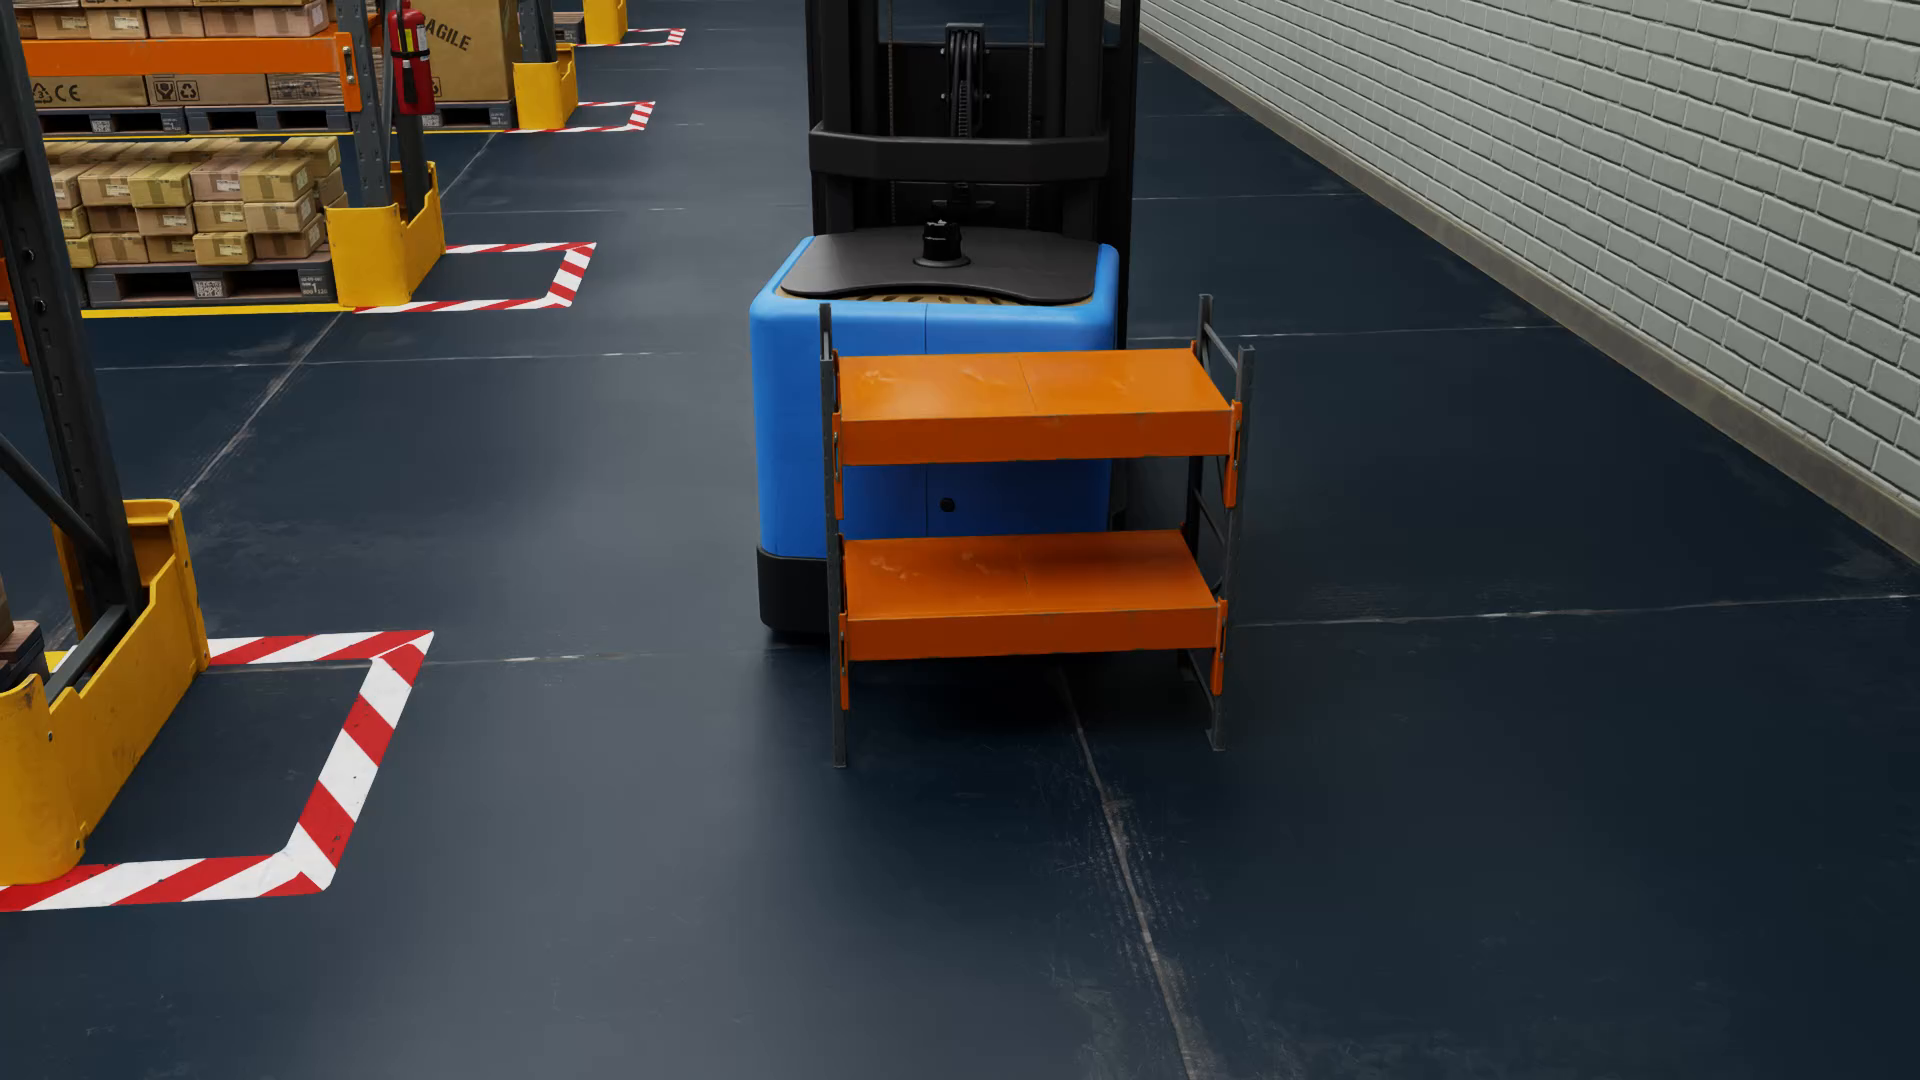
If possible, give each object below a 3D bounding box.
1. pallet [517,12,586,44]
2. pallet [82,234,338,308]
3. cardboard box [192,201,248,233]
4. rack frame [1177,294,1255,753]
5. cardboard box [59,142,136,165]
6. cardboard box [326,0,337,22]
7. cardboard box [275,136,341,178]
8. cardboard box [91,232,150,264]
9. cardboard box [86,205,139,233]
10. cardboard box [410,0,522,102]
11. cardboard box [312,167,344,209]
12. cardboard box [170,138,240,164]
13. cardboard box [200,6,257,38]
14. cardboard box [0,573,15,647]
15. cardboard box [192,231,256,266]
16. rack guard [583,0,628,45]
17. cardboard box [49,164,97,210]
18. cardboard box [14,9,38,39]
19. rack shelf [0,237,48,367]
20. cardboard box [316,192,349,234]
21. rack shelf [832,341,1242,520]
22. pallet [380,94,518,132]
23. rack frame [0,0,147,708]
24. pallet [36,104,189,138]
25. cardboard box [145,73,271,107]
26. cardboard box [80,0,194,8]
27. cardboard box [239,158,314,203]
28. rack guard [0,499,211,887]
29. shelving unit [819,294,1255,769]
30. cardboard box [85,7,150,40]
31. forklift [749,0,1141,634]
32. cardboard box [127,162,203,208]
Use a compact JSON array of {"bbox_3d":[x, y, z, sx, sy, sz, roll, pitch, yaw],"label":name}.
[{"bbox_3d":[-4.653,-5.506,17.878,1.213,0.211,1.003,-2,24,-5],"label":"pallet"},{"bbox_3d":[-3.843,-1.491,8.846,1.213,0.211,1.003,-2,24,-5],"label":"pallet"},{"bbox_3d":[-3.718,-1.687,8.479,0.250,0.149,0.380,-3,24,-6],"label":"cardboard box"},{"bbox_3d":[0.677,-0.045,4.466,0.032,1.125,0.500,-2,24,-4],"label":"rack frame"},{"bbox_3d":[-4.551,-1.996,8.807,0.250,0.149,0.380,-1,24,-3],"label":"cardboard box"},{"bbox_3d":[-3.310,-2.792,8.647,0.250,0.149,0.380,-2,24,-6],"label":"cardboard box"},{"bbox_3d":[-3.510,-2.064,8.962,0.250,0.149,0.380,-3,24,-8],"label":"cardboard box"},{"bbox_3d":[-4.220,-1.529,8.489,0.250,0.149,0.380,-2,24,-5],"label":"cardboard box"},{"bbox_3d":[-4.247,-1.685,8.474,0.250,0.149,0.380,-3,24,-6],"label":"cardboard box"},{"bbox_3d":[-3.971,-3.959,13.062,0.875,0.875,0.875,-2,24,-5],"label":"cardboard box"},{"bbox_3d":[-3.502,-1.895,8.946,0.250,0.149,0.380,-1,24,-3],"label":"cardboard box"},{"bbox_3d":[-4.036,-2.046,8.921,0.250,0.149,0.380,-2,24,-5],"label":"cardboard box"},{"bbox_3d":[-3.503,-2.550,8.103,0.250,0.149,0.380,-2,24,-5],"label":"cardboard box"},{"bbox_3d":[-3.015,0.256,4.119,0.875,0.438,0.875,-3,24,-7],"label":"cardboard box"},{"bbox_3d":[-3.705,-1.519,8.468,0.250,0.149,0.380,-2,24,-4],"label":"cardboard box"},{"bbox_3d":[-3.806,-5.662,17.872,0.348,0.500,1.175,-2,24,-5],"label":"rack guard"},{"bbox_3d":[-4.484,-1.758,8.272,0.250,0.149,0.380,-1,24,-3],"label":"cardboard box"},{"bbox_3d":[-4.542,-2.529,8.056,0.250,0.149,0.380,-3,24,-7],"label":"cardboard box"},{"bbox_3d":[-4.358,-0.381,3.801,4.000,0.370,1.077,-2,24,-5],"label":"rack shelf"},{"bbox_3d":[-3.508,-1.784,9.065,0.250,0.149,0.380,-2,24,-4],"label":"cardboard box"},{"bbox_3d":[0.171,-0.296,4.310,1.000,0.278,0.538,-2,24,-4],"label":"rack shelf"},{"bbox_3d":[-4.130,-3.458,13.270,1.213,0.211,1.003,-2,24,-5],"label":"pallet"},{"bbox_3d":[-2.368,-0.790,3.834,0.127,3.000,1.000,-2,24,-5],"label":"rack frame"},{"bbox_3d":[-6.558,-3.360,13.051,1.213,0.211,1.003,-2,24,-5],"label":"pallet"},{"bbox_3d":[-5.762,-3.887,12.901,0.875,0.875,0.875,-2,24,-5],"label":"cardboard box"},{"bbox_3d":[-3.890,-2.828,7.930,0.500,0.500,0.500,-3,24,-6],"label":"cardboard box"},{"bbox_3d":[-3.457,-1.824,8.422,0.250,0.149,0.380,-2,24,-5],"label":"cardboard box"},{"bbox_3d":[-2.344,0.351,4.344,0.348,0.500,1.175,-2,24,-5],"label":"rack guard"},{"bbox_3d":[0.171,-0.028,4.428,1.048,1.125,0.538,-2,24,-4],"label":"shelving unit"},{"bbox_3d":[-4.003,-2.514,8.023,0.250,0.149,0.380,-2,24,-4],"label":"cardboard box"},{"bbox_3d":[0.068,-1.593,5.726,1.130,2.935,3.031,3,24,6],"label":"forklift"},{"bbox_3d":[-3.958,-1.776,8.313,0.250,0.149,0.380,-3,24,-6],"label":"cardboard box"}]
